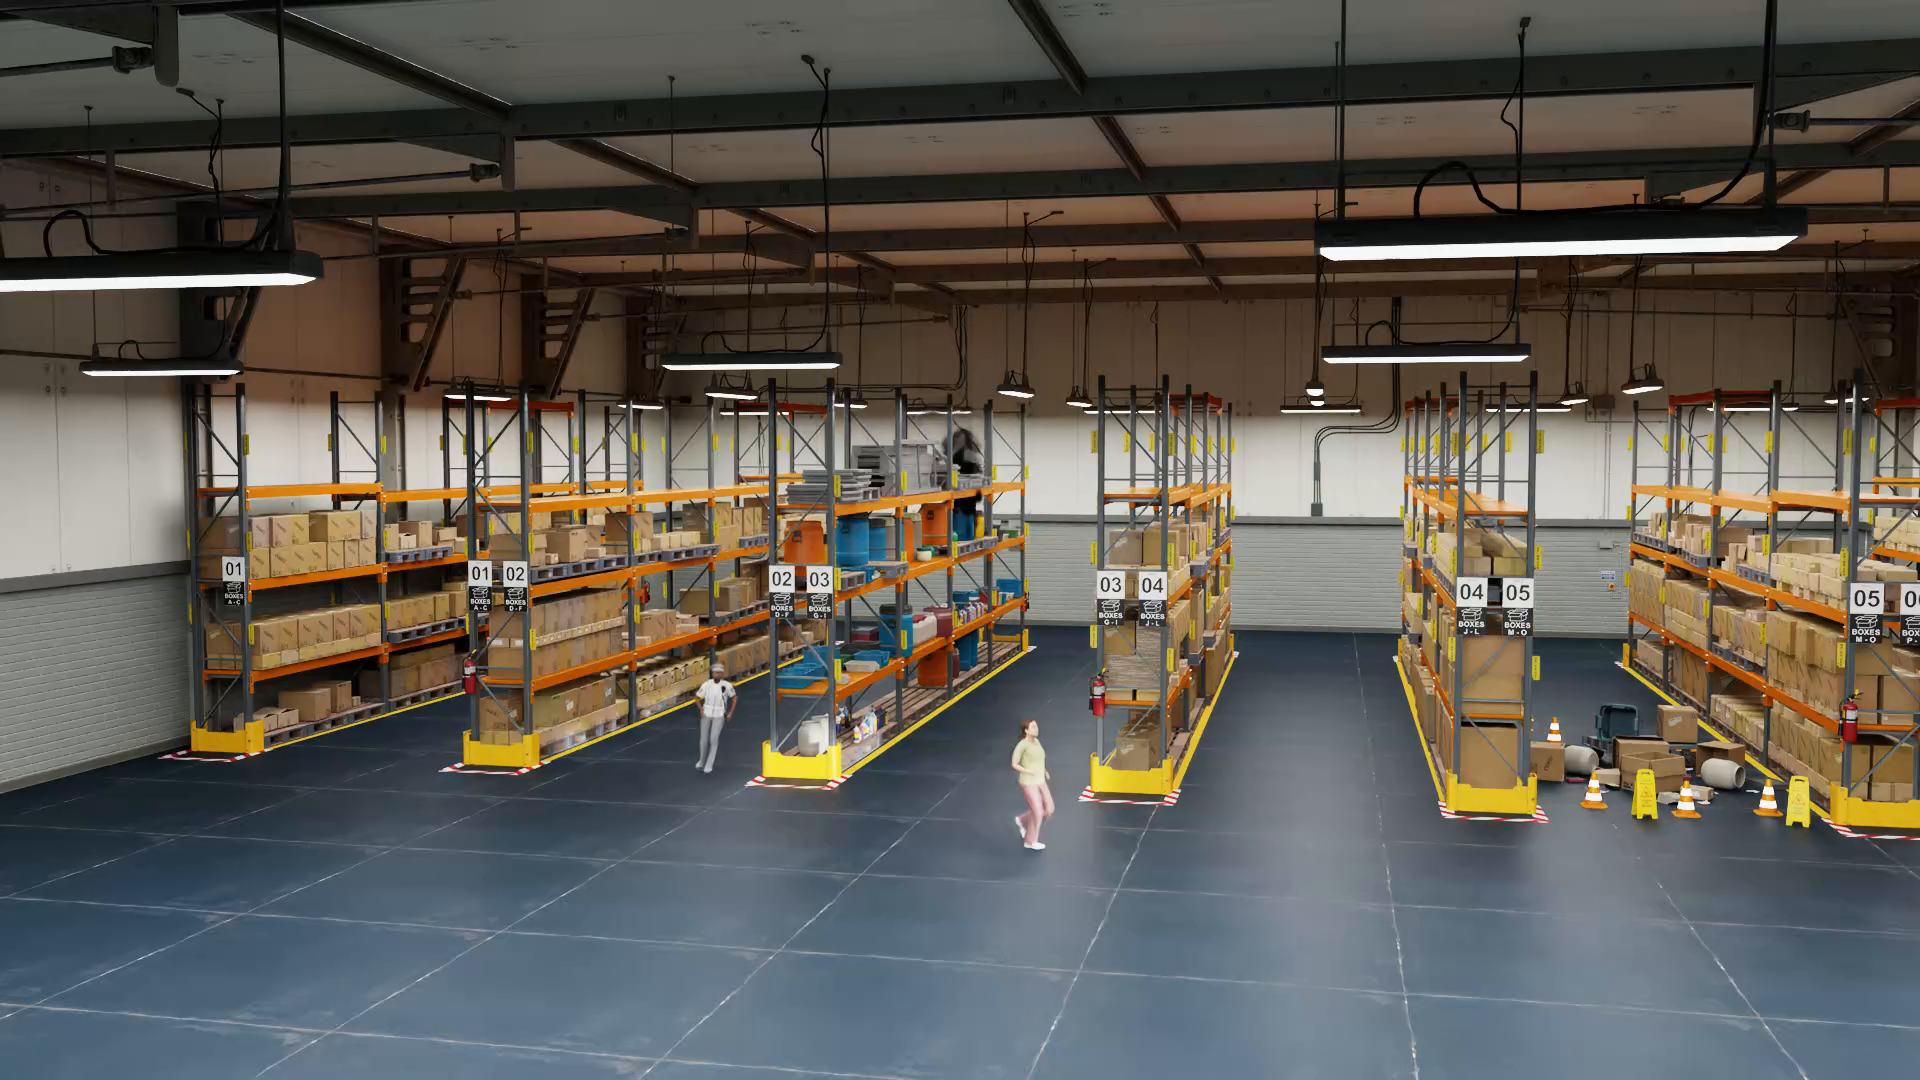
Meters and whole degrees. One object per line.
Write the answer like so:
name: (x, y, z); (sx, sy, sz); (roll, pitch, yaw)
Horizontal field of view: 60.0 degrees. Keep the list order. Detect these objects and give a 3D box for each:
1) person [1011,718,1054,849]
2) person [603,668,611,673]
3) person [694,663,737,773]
person: (0.880, 3.009, 20.595); (0.562, 1.620, 0.577); (3, 4, 40)
person: (-7.159, 2.269, 33.418); (0.663, 1.662, 0.593); (1, 3, 17)
person: (-3.765, 2.725, 25.511); (0.651, 1.682, 0.647); (0, 3, 1)
